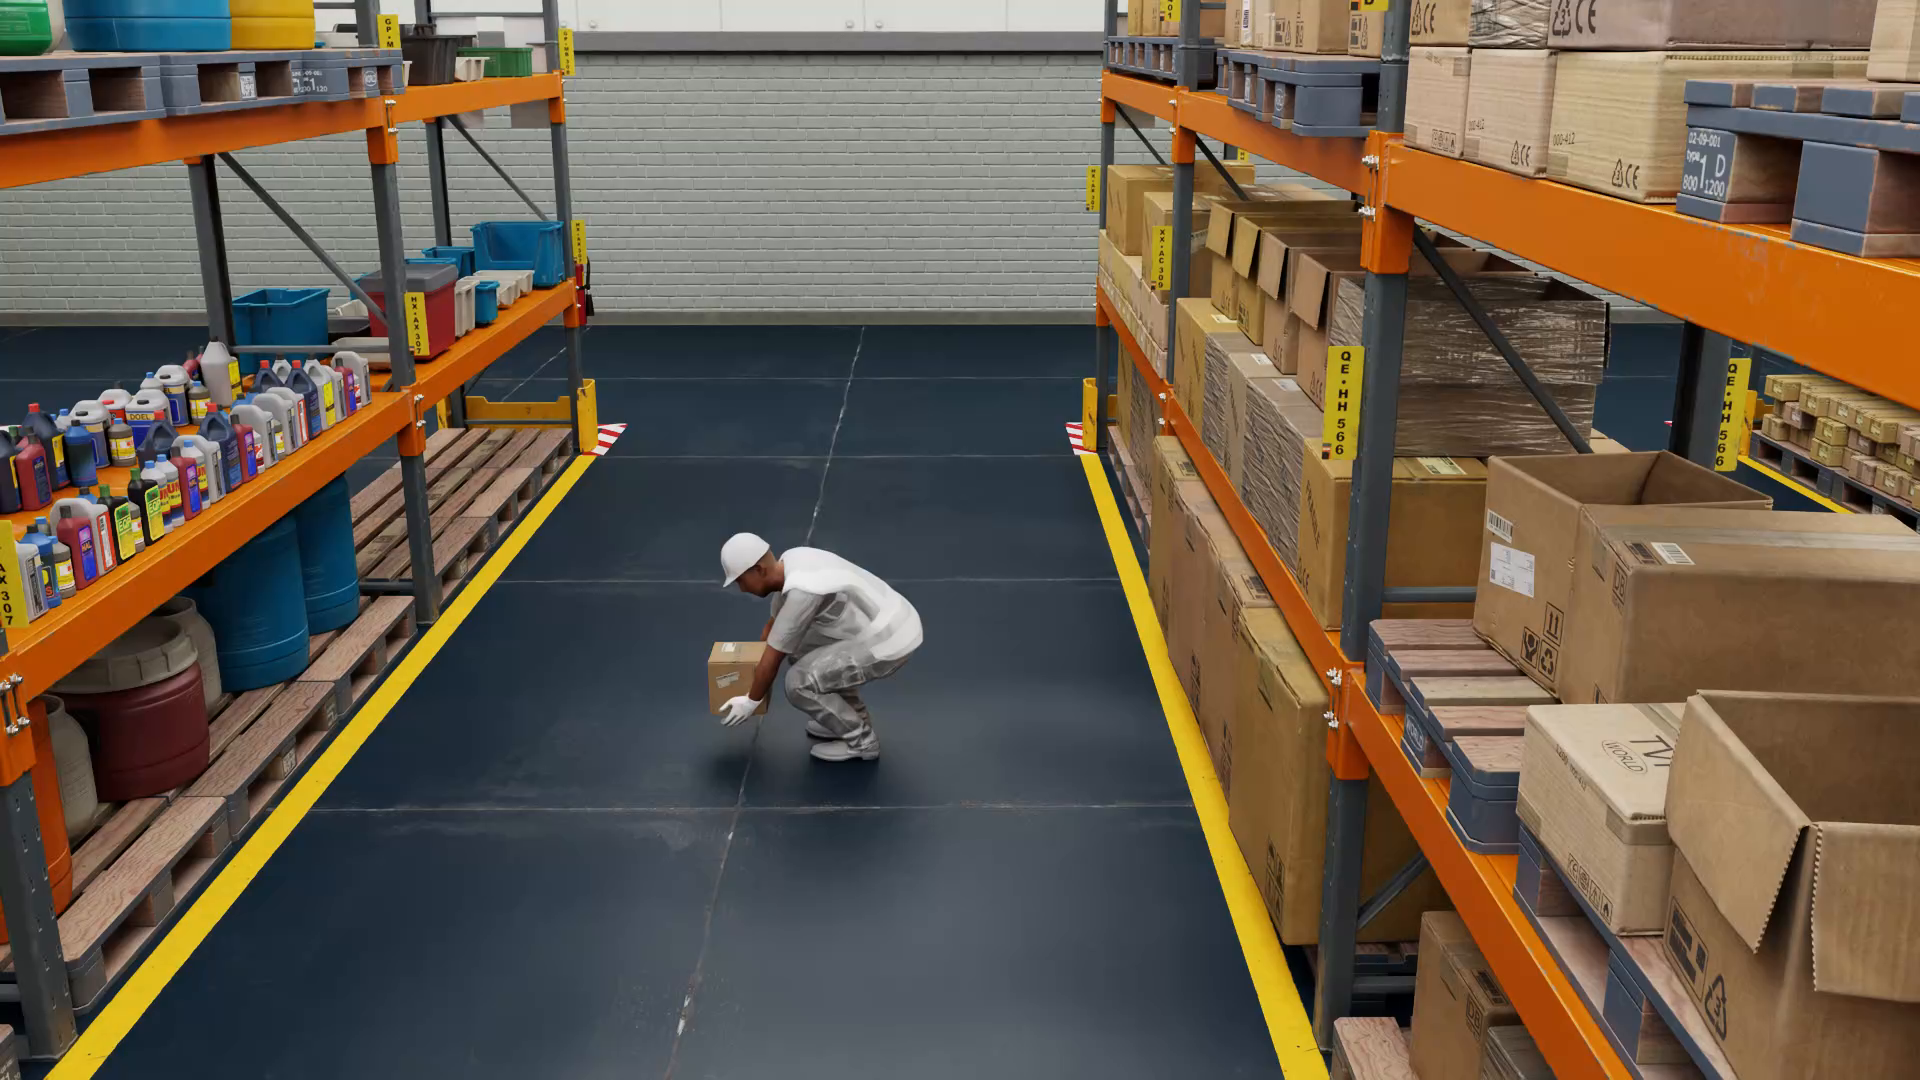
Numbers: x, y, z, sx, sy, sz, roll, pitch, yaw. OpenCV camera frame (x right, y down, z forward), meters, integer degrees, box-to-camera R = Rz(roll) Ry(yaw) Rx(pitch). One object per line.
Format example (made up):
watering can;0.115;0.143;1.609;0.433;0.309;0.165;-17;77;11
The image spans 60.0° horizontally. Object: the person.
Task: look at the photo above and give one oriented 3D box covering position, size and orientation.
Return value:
person;-0.623;0.452;7.336;0.899;1.025;0.570;0;17;-1
